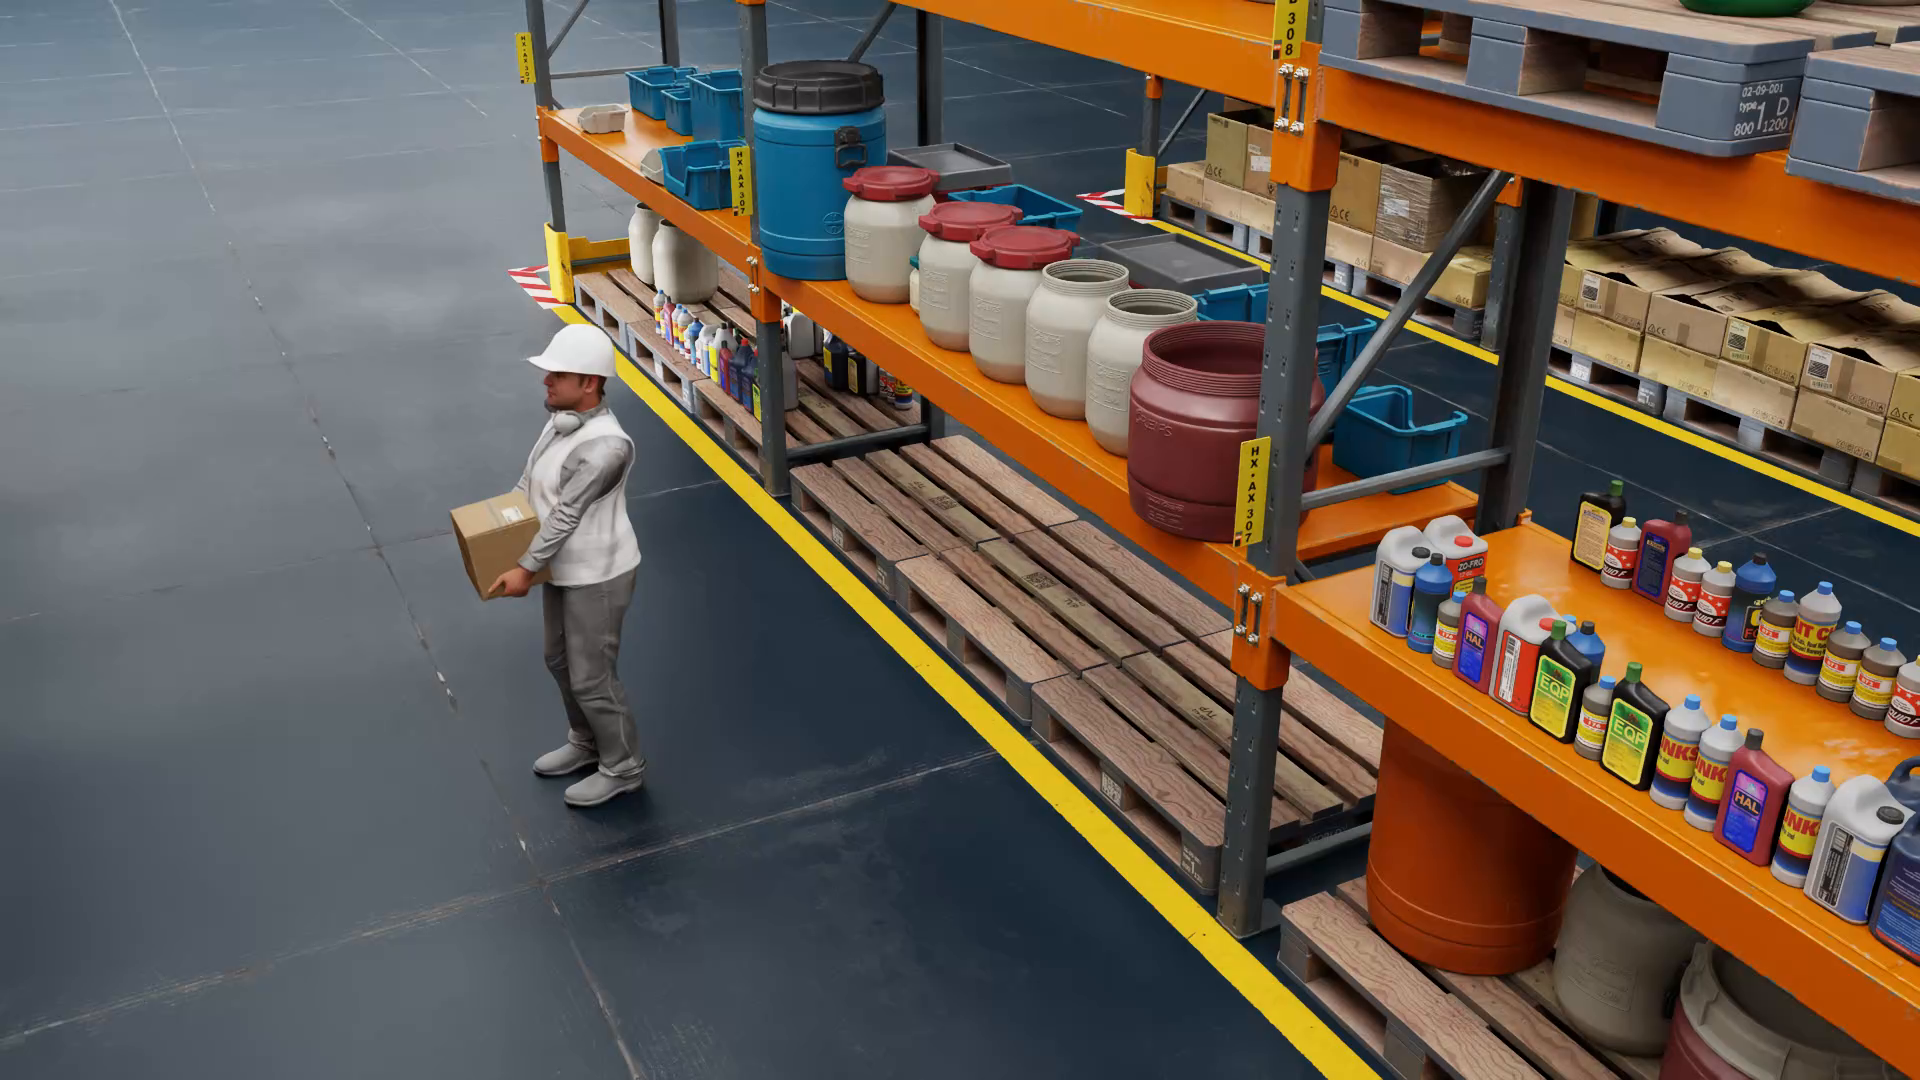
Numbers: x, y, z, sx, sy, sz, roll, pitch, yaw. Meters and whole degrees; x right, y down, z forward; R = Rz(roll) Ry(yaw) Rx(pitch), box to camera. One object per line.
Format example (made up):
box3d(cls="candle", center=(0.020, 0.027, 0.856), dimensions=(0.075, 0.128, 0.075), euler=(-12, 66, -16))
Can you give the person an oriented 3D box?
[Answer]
box3d(cls="person", center=(-1.407, 0.111, 5.854), dimensions=(0.546, 1.765, 0.494), euler=(-12, 28, -24))
